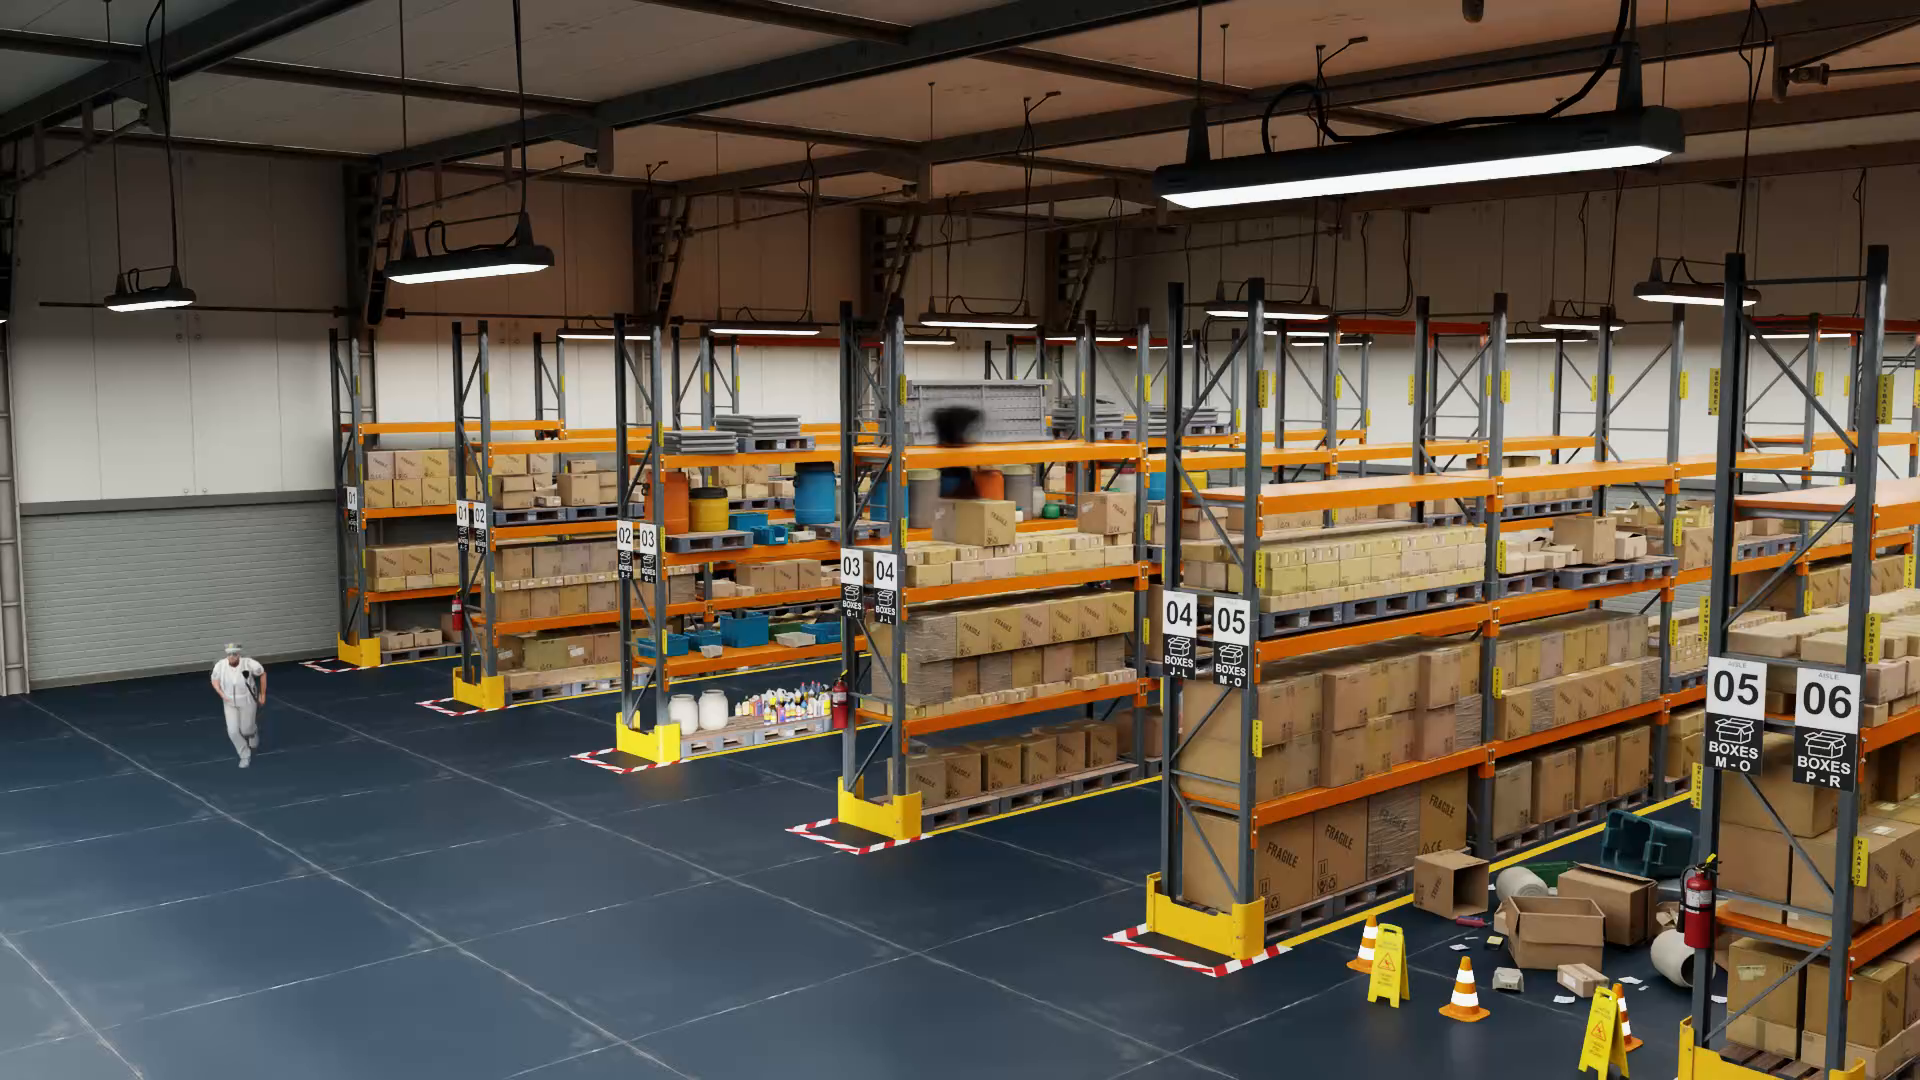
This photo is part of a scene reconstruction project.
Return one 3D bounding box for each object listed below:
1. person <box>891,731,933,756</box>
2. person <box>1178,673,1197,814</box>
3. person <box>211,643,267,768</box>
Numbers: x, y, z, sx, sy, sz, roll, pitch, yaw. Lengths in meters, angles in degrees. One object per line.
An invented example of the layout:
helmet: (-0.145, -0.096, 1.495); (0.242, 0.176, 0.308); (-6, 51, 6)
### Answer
person: (-0.690, 2.202, 21.336); (0.646, 1.723, 0.680); (-4, 7, -38)
person: (2.836, 2.377, 19.668); (0.644, 1.717, 0.742); (3, 6, 28)
person: (-9.561, 2.161, 22.115); (0.653, 1.710, 0.775); (0, 6, -5)
